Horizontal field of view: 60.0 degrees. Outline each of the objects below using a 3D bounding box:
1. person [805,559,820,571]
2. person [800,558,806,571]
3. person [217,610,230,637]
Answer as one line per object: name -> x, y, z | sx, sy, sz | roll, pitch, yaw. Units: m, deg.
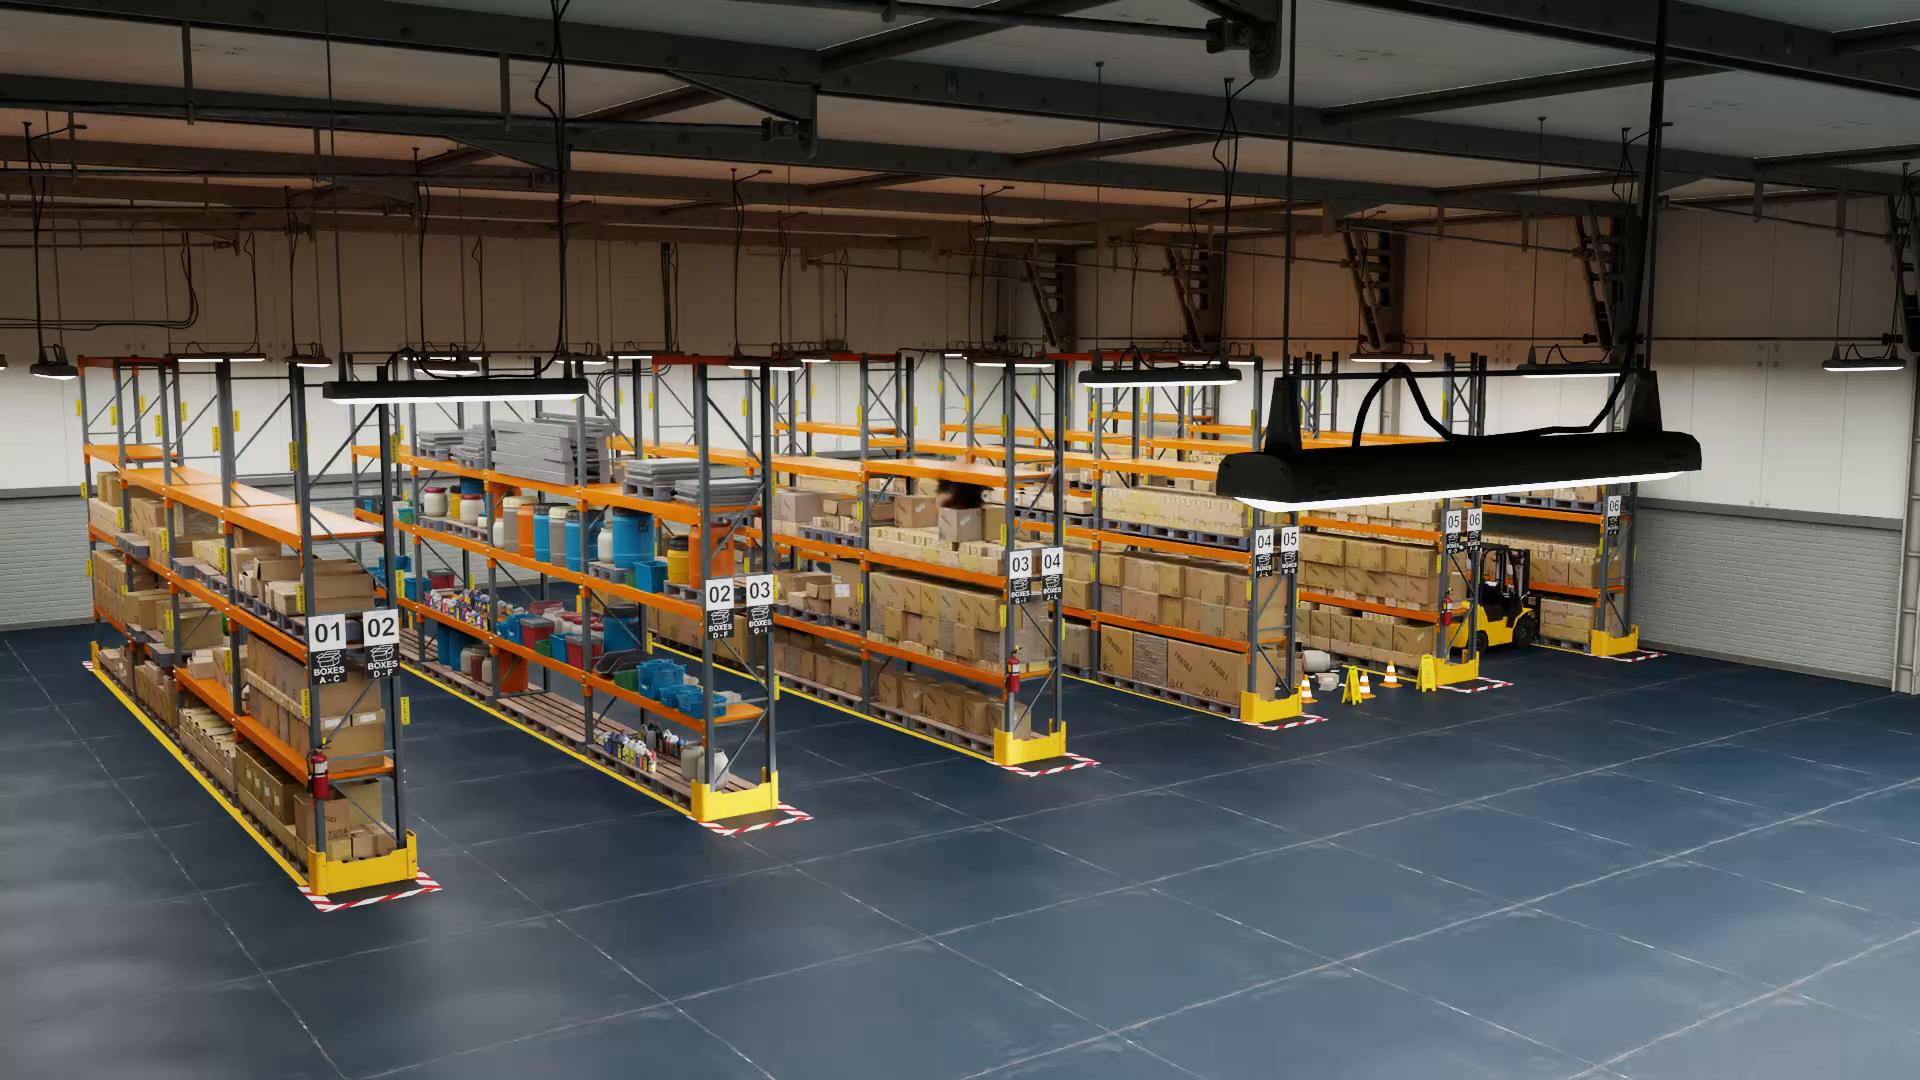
person -> -3.773, 0.335, 42.464 | 0.740, 1.842, 0.678 | -5, 8, -33
person -> -3.987, 0.321, 42.919 | 0.658, 1.663, 0.550 | 7, 9, 43
person -> -14.840, 1.451, 33.326 | 0.529, 1.720, 0.696 | 2, 7, 16
